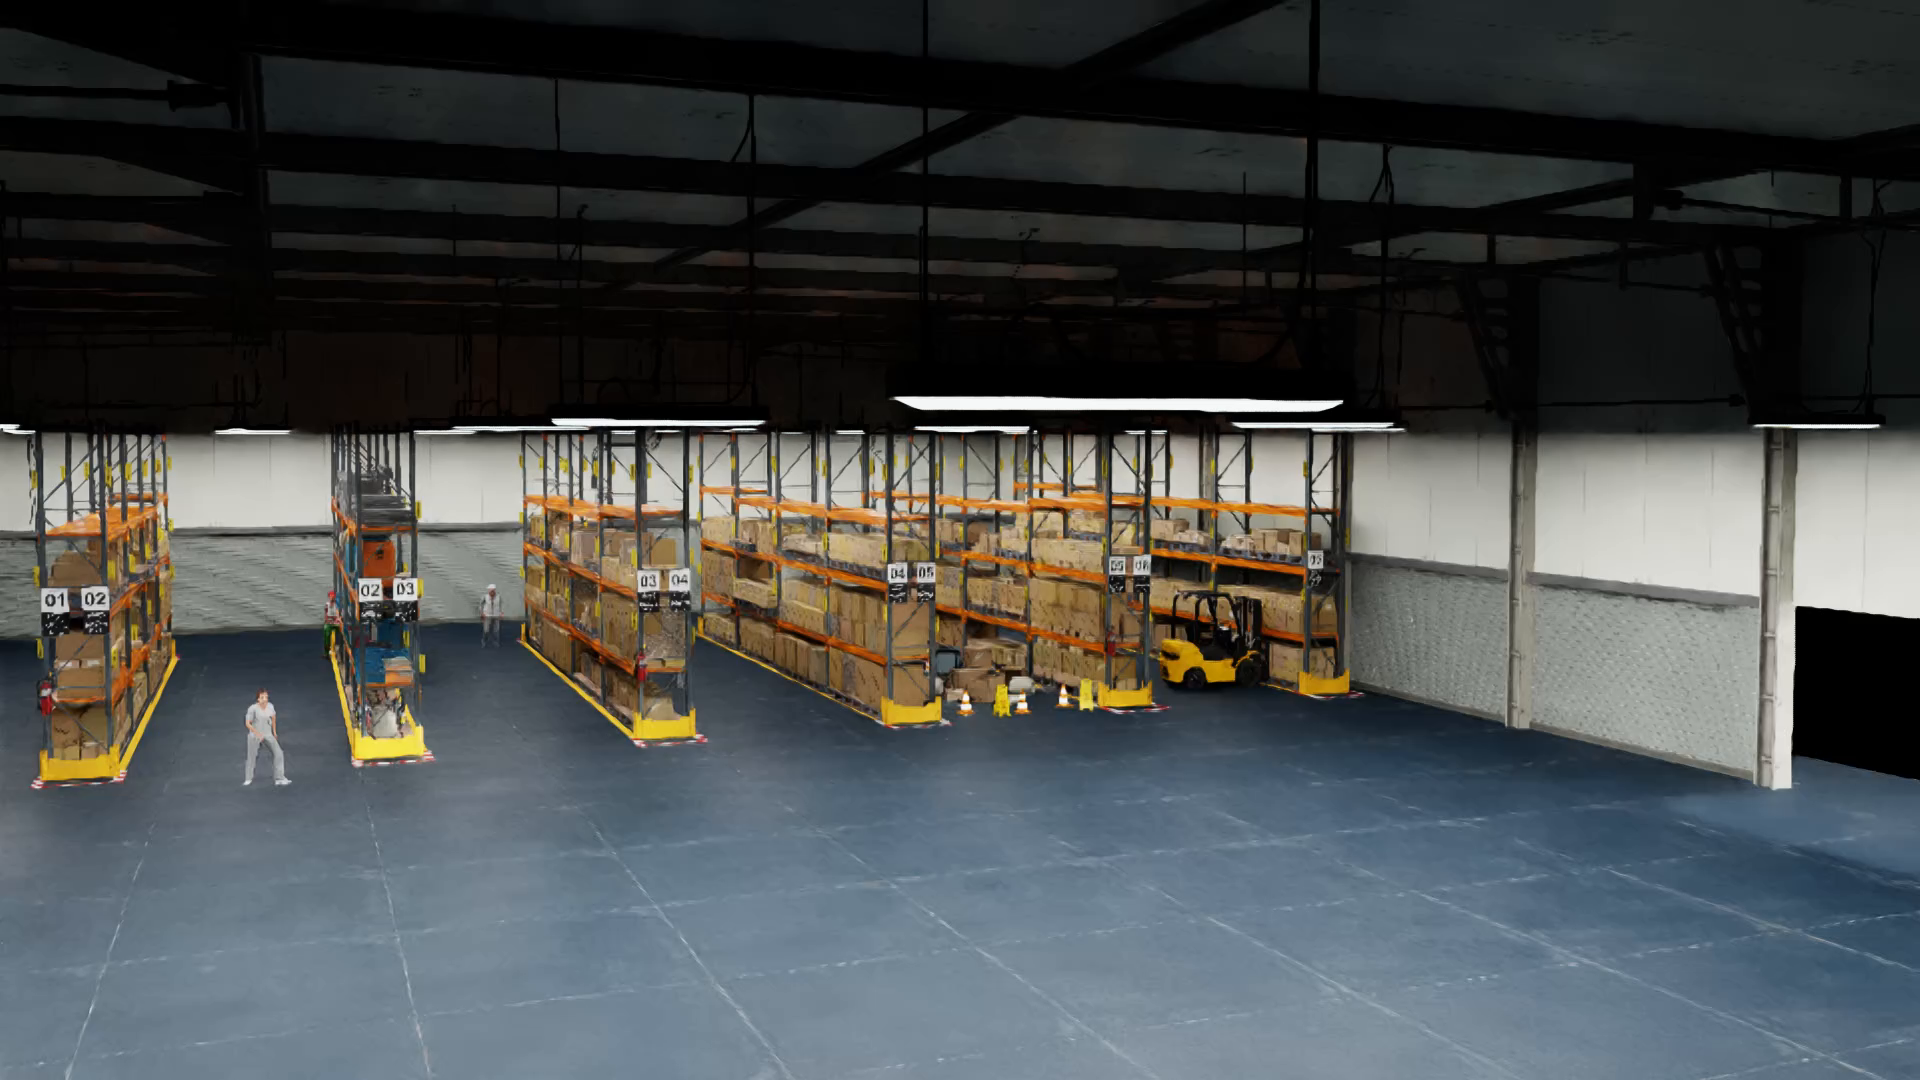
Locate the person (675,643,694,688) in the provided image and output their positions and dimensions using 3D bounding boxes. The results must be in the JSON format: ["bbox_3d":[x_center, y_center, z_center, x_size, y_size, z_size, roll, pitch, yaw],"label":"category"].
[{"bbox_3d":[-6.340,2.498,37.920,0.575,1.689,1.129,-2,4,-24],"label":"person"}]

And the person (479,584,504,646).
[{"bbox_3d":[-12.738,2.043,45.234,0.677,1.726,0.574,-2,4,-24],"label":"person"}]

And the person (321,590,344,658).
[{"bbox_3d":[-16.241,2.167,43.198,0.596,1.736,0.995,0,4,-2],"label":"person"}]

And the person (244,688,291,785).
[{"bbox_3d":[-11.395,3.212,27.188,0.610,1.611,0.785,-3,5,-42],"label":"person"}]
